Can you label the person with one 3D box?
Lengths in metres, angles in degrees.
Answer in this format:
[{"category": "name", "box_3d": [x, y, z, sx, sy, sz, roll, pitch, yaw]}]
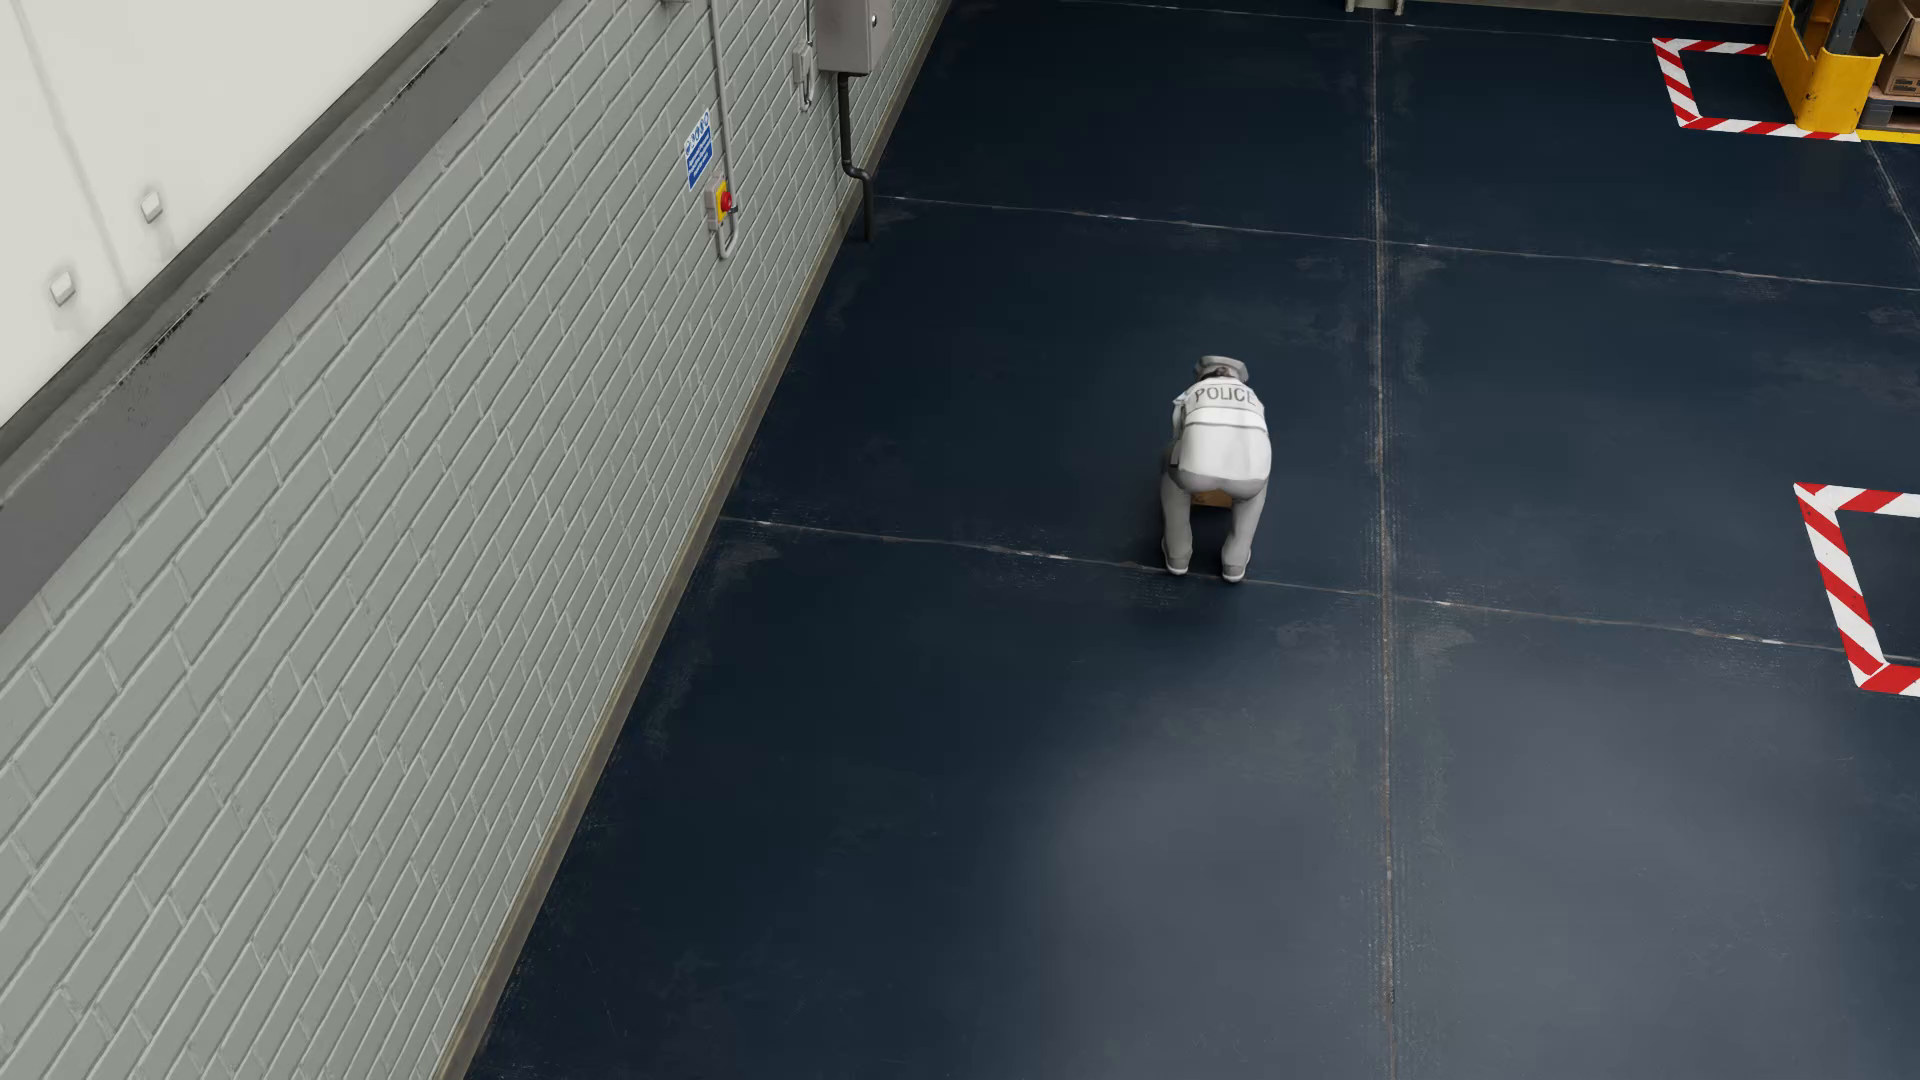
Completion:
[{"category": "person", "box_3d": [1.100, -0.332, 7.180, 0.472, 0.850, 0.910, 5, 41, 6]}]
